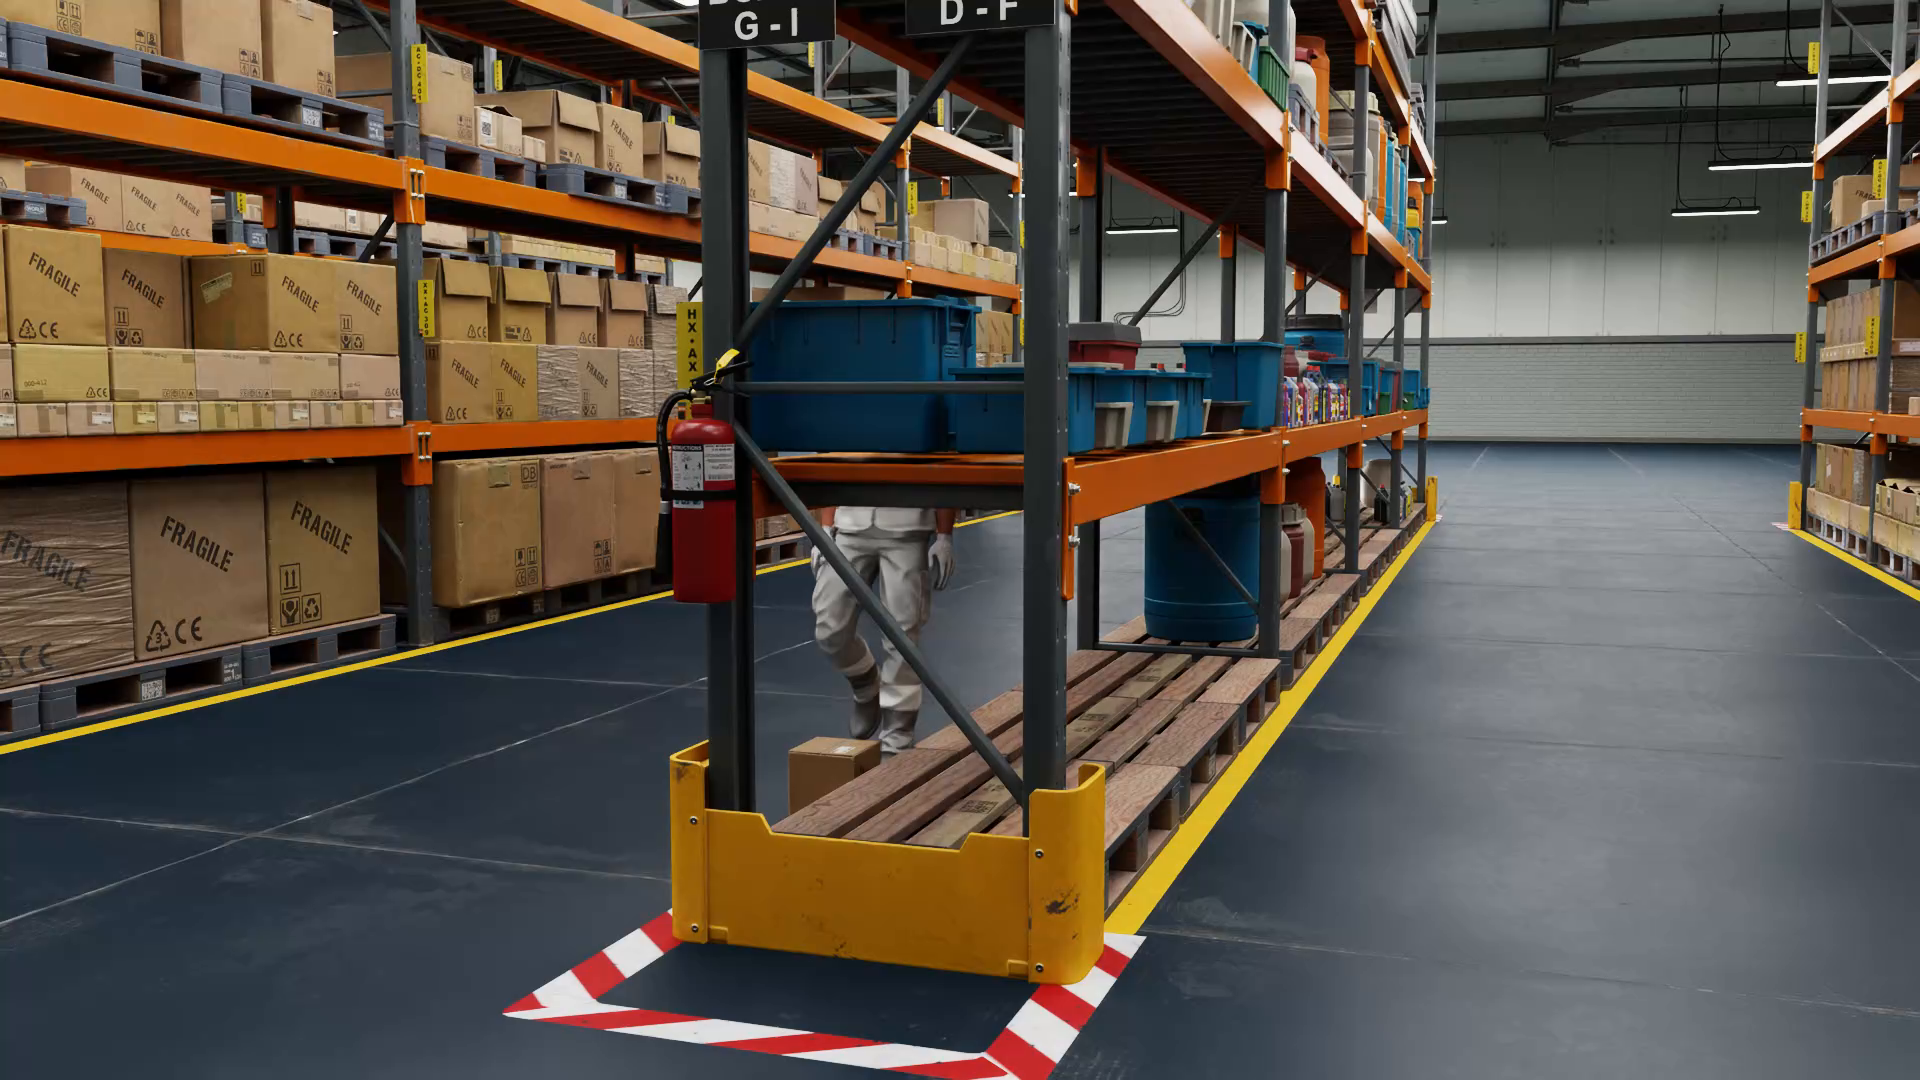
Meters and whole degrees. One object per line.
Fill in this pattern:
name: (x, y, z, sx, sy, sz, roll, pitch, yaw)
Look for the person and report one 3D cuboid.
person: (-0.306, 0.008, 6.453, 0.578, 1.778, 0.703, 1, 5, 14)
